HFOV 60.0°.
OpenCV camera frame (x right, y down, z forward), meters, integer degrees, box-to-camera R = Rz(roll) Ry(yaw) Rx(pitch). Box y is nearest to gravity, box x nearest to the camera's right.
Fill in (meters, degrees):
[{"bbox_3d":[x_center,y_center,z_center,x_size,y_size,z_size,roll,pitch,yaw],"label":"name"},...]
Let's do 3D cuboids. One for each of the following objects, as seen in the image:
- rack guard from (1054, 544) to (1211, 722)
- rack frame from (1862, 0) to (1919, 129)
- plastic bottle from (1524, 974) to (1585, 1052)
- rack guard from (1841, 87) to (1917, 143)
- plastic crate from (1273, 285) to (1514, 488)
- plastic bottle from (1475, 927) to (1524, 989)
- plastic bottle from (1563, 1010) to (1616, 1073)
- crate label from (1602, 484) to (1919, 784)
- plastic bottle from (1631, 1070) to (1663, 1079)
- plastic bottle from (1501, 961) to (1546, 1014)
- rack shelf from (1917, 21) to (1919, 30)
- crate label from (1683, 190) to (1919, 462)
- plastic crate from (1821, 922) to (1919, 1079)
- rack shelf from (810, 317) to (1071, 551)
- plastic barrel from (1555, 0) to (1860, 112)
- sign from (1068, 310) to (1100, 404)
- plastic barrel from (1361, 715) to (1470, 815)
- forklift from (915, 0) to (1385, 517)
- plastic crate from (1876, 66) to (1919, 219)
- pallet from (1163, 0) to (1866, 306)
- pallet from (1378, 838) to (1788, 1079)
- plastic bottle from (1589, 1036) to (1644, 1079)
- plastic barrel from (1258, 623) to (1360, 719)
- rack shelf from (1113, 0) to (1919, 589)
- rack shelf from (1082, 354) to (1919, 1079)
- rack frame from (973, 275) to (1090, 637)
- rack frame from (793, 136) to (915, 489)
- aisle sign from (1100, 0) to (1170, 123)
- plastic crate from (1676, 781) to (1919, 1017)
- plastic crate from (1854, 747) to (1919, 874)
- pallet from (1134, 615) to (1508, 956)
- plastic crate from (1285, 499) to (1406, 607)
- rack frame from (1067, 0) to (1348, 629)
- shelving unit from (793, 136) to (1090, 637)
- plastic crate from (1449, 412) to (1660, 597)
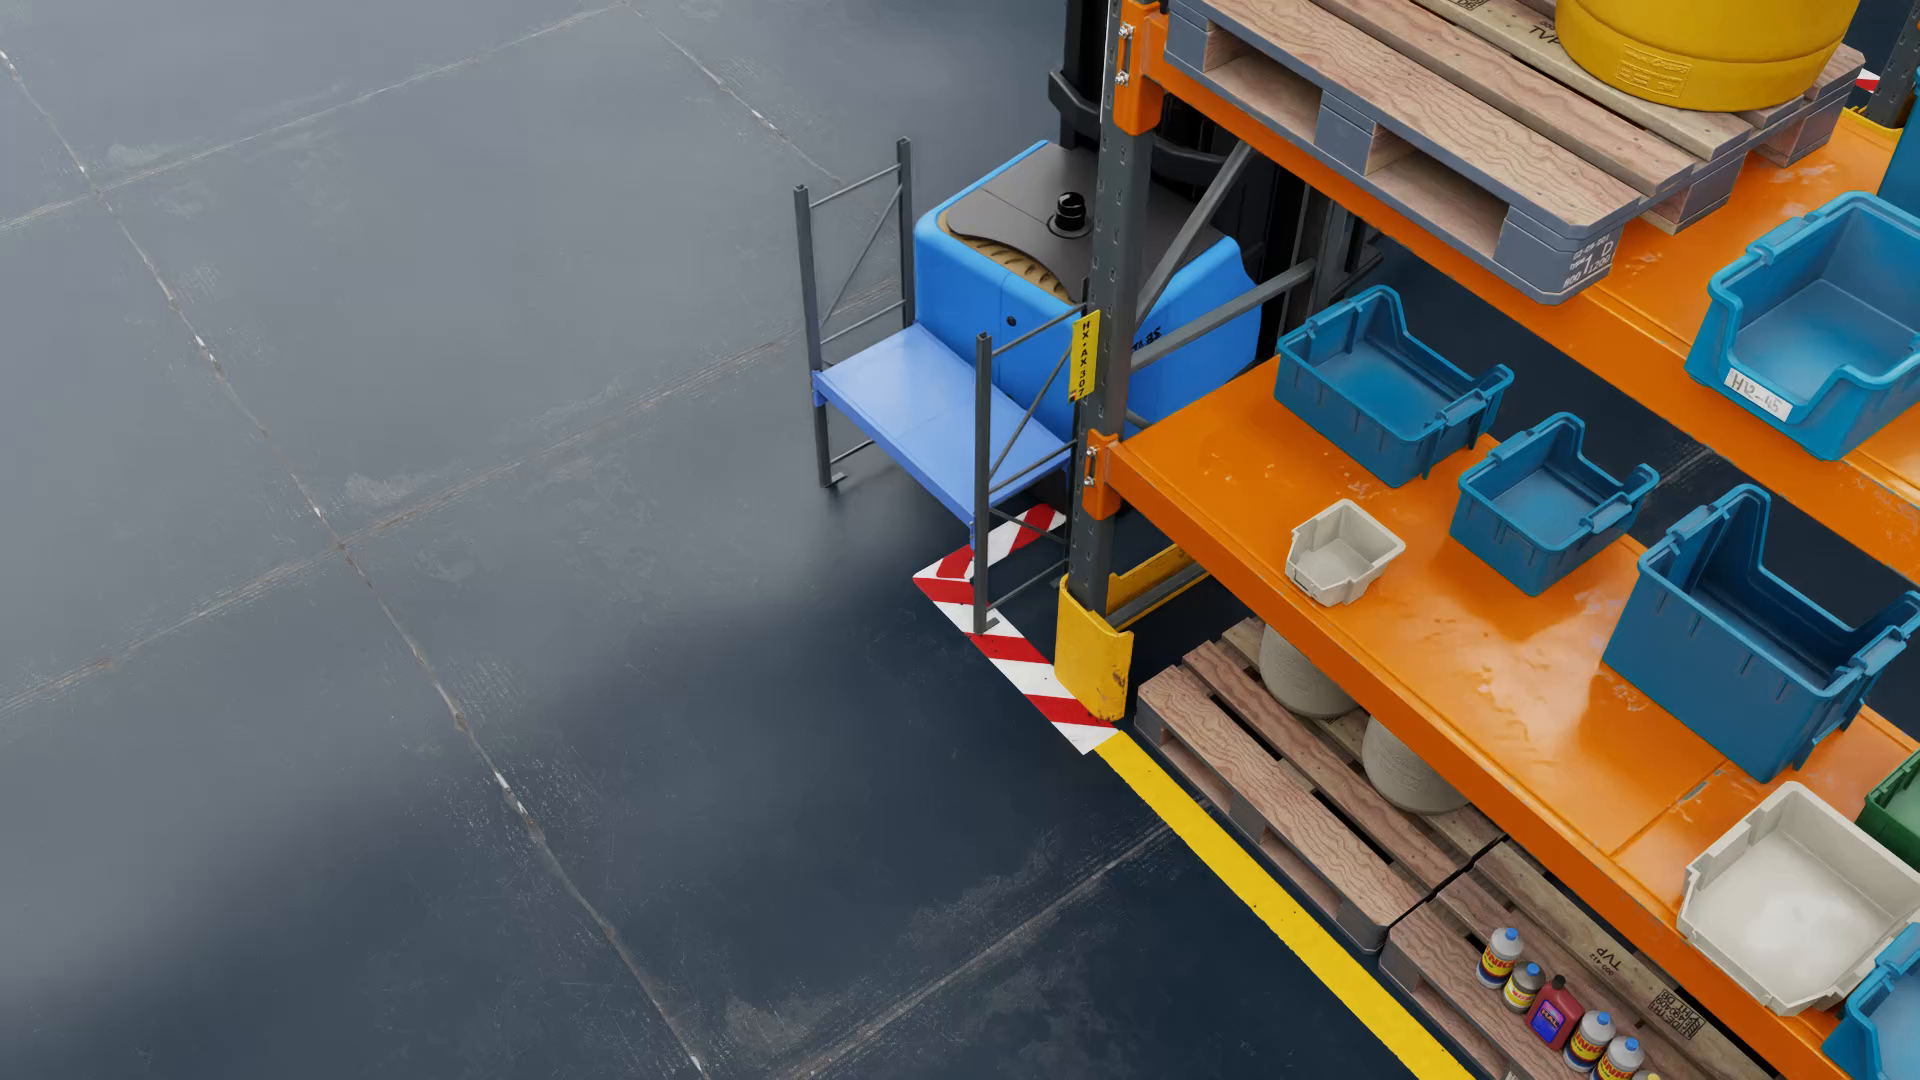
[{"bbox_3d":[0.899,0.159,6.267,1.175,0.500,0.348,-29,54,-24],"label":"rack guard"},{"bbox_3d":[4.760,-2.924,7.375,1.000,3.000,0.127,-29,54,-24],"label":"rack frame"},{"bbox_3d":[1.788,1.411,4.981,0.061,0.283,0.133,-29,54,-23],"label":"plastic bottle"},{"bbox_3d":[4.746,-2.098,8.314,1.175,0.500,0.348,-29,54,-24],"label":"rack guard"},{"bbox_3d":[1.357,-0.493,5.272,0.499,0.251,0.616,-29,54,-24],"label":"plastic crate"},{"bbox_3d":[1.666,1.273,5.114,0.097,0.271,0.097,0,48,0],"label":"plastic bottle"},{"bbox_3d":[1.873,1.476,4.931,0.097,0.271,0.097,0,48,0],"label":"plastic bottle"},{"bbox_3d":[2.146,0.248,4.475,0.502,0.435,0.616,-29,54,-24],"label":"crate label"},{"bbox_3d":[1.994,1.616,4.851,0.097,0.201,0.097,0,48,0],"label":"plastic bottle"},{"bbox_3d":[1.728,1.358,5.085,0.097,0.201,0.097,0,48,0],"label":"plastic bottle"},{"bbox_3d":[5.971,-1.503,6.572,1.077,0.370,4.000,-29,54,-24],"label":"rack shelf"},{"bbox_3d":[1.686,-0.410,3.171,0.502,0.251,0.408,-29,54,-24],"label":"crate label"},{"bbox_3d":[2.352,1.174,3.761,0.499,0.251,0.616,-29,54,-24],"label":"plastic crate"},{"bbox_3d":[-0.065,-0.428,6.368,0.538,0.185,1.000,-31,55,-25],"label":"rack shelf"},{"bbox_3d":[1.607,-1.301,3.468,0.600,0.588,0.600,0,48,0],"label":"plastic barrel"},{"bbox_3d":[0.375,-0.553,5.038,0.100,0.325,0.005,-29,54,-24],"label":"sign"},{"bbox_3d":[1.579,0.640,5.540,0.421,0.512,0.421,0,48,0],"label":"plastic barrel"},{"bbox_3d":[1.184,-2.044,6.624,1.130,2.935,3.031,35,57,27],"label":"forklift"},{"bbox_3d":[2.210,-0.717,3.360,0.392,0.384,0.575,-29,54,-24],"label":"plastic crate"},{"bbox_3d":[1.239,-1.116,3.839,1.003,0.211,1.213,-29,54,-24],"label":"pallet"},{"bbox_3d":[2.121,1.457,5.286,1.003,0.211,1.213,-29,54,-24],"label":"pallet"},{"bbox_3d":[1.934,1.535,4.878,0.097,0.271,0.097,0,48,0],"label":"plastic bottle"},{"bbox_3d":[1.275,0.344,5.808,0.421,0.512,0.421,0,48,0],"label":"plastic barrel"},{"bbox_3d":[2.027,-0.291,3.449,1.077,0.370,4.000,-29,54,-24],"label":"rack shelf"},{"bbox_3d":[2.027,0.717,4.560,1.077,0.370,4.000,-29,54,-24],"label":"rack shelf"},{"bbox_3d":[0.254,-0.256,5.969,0.500,1.500,0.032,-31,55,-25],"label":"rack frame"},{"bbox_3d":[-0.384,-0.842,6.500,0.500,1.500,0.032,-31,55,-25],"label":"rack frame"},{"bbox_3d":[0.539,-1.488,4.319,0.394,0.787,0.004,-29,54,-24],"label":"aisle sign"},{"bbox_3d":[2.053,0.899,4.087,0.530,0.136,0.437,-29,54,-24],"label":"plastic crate"},{"bbox_3d":[2.641,0.799,4.143,0.450,0.188,0.662,-29,54,-24],"label":"plastic crate"},{"bbox_3d":[1.387,0.738,5.938,1.003,0.211,1.213,-29,54,-24],"label":"pallet"},{"bbox_3d":[1.102,0.057,4.851,0.298,0.136,0.250,-29,54,-24],"label":"plastic crate"},{"bbox_3d":[0.816,-0.704,5.362,1.000,3.000,0.127,-29,54,-24],"label":"rack frame"},{"bbox_3d":[-0.065,-0.549,6.234,0.538,1.500,1.048,-31,55,-25],"label":"shelving unit"},{"bbox_3d":[1.746,-0.108,4.922,0.499,0.251,0.408,-29,54,-24],"label":"plastic crate"}]
